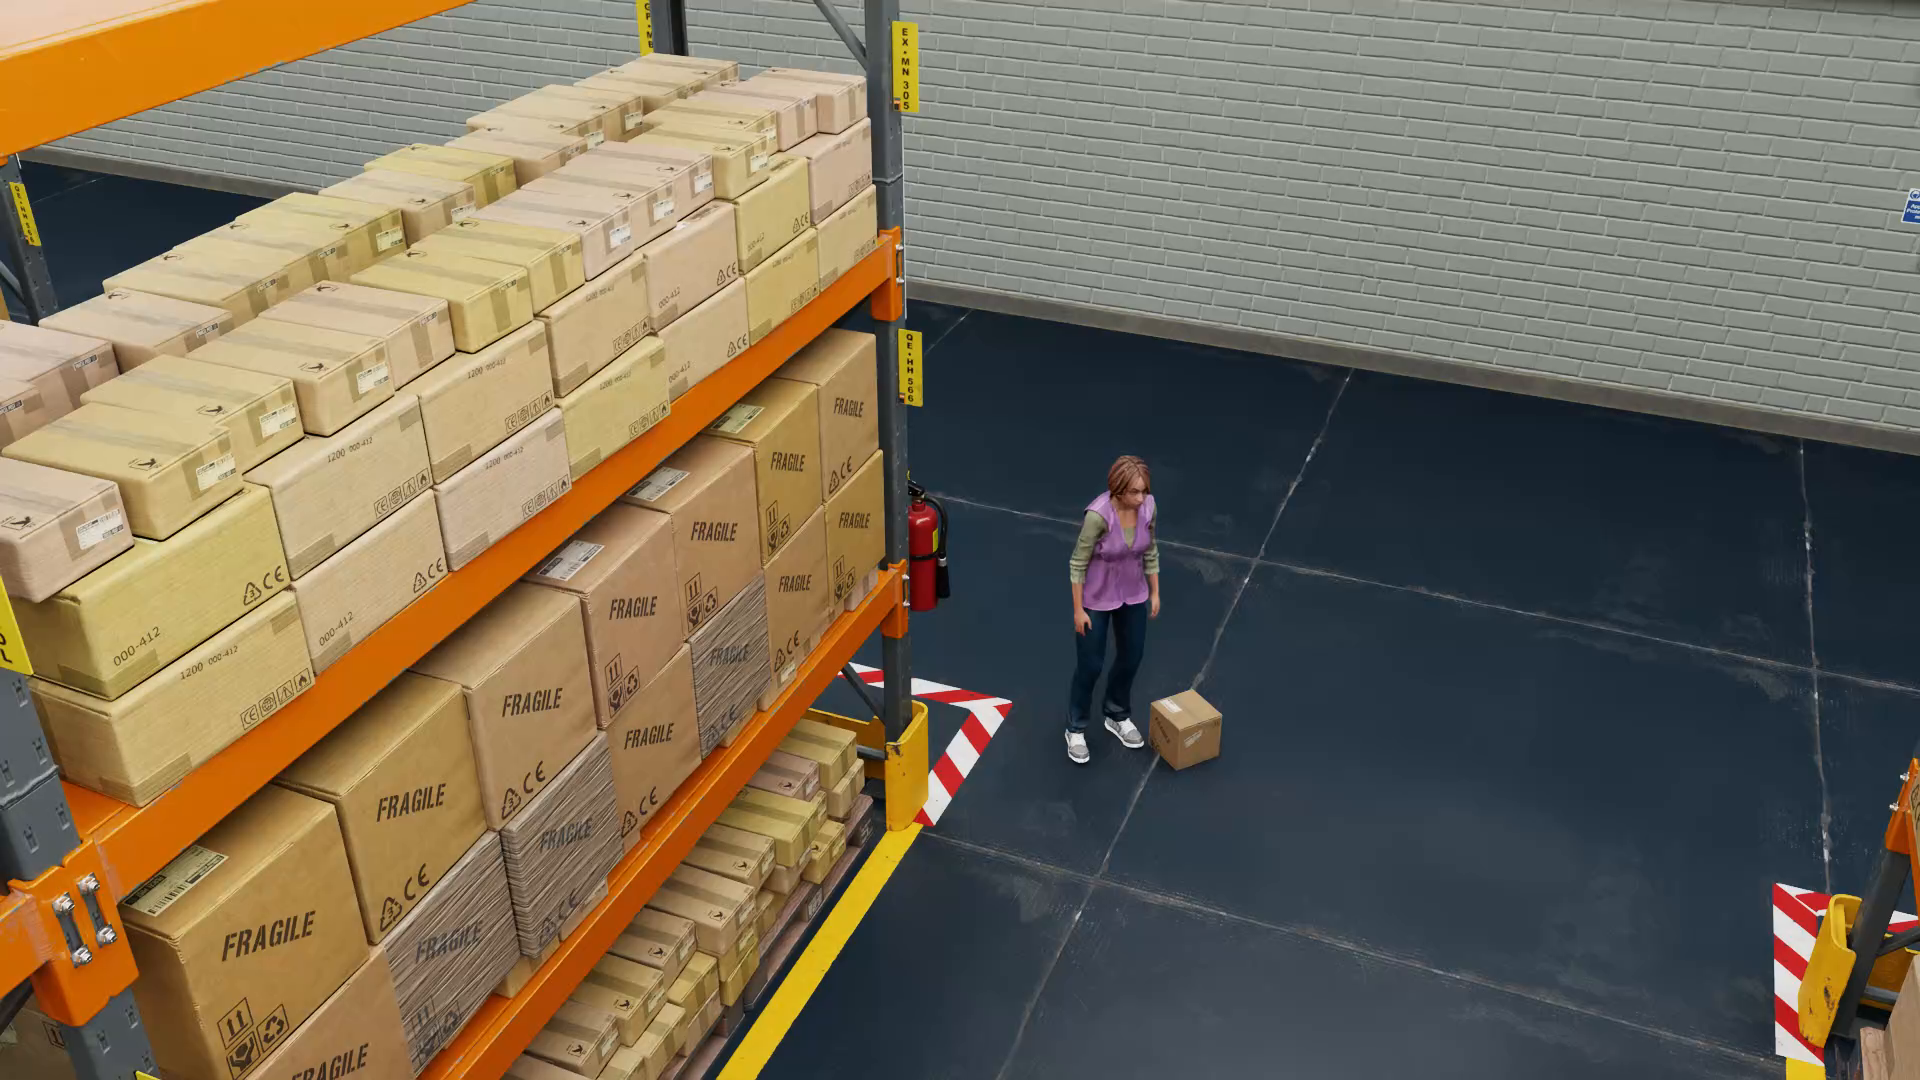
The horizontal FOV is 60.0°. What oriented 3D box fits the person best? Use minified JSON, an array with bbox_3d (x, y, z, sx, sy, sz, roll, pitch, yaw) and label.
[{"bbox_3d":[0.727,0.298,7.880,0.481,1.593,0.343,-12,32,-20],"label":"person"}]
